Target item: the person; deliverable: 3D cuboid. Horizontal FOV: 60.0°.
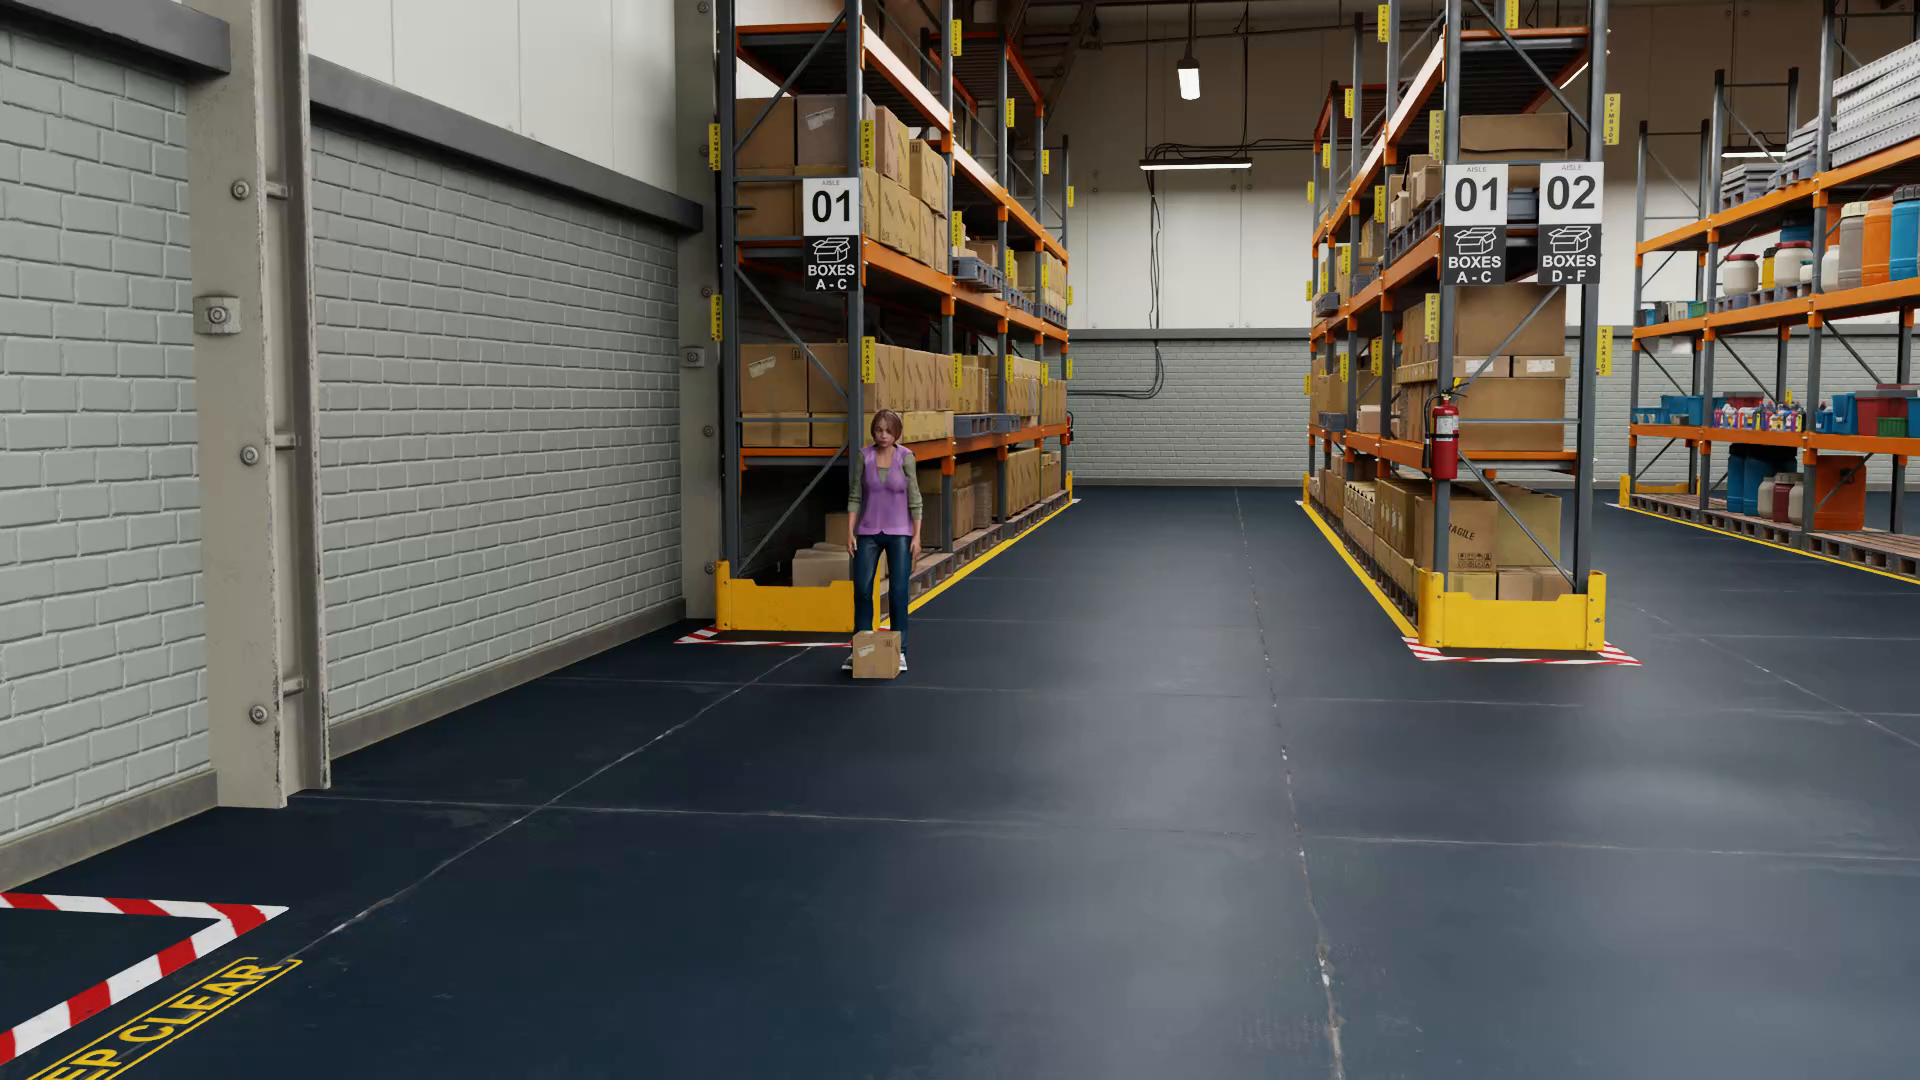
[{"bbox_3d":[-0.469,-0.001,10.155,0.483,1.591,0.347,0,5,5],"label":"person"}]
